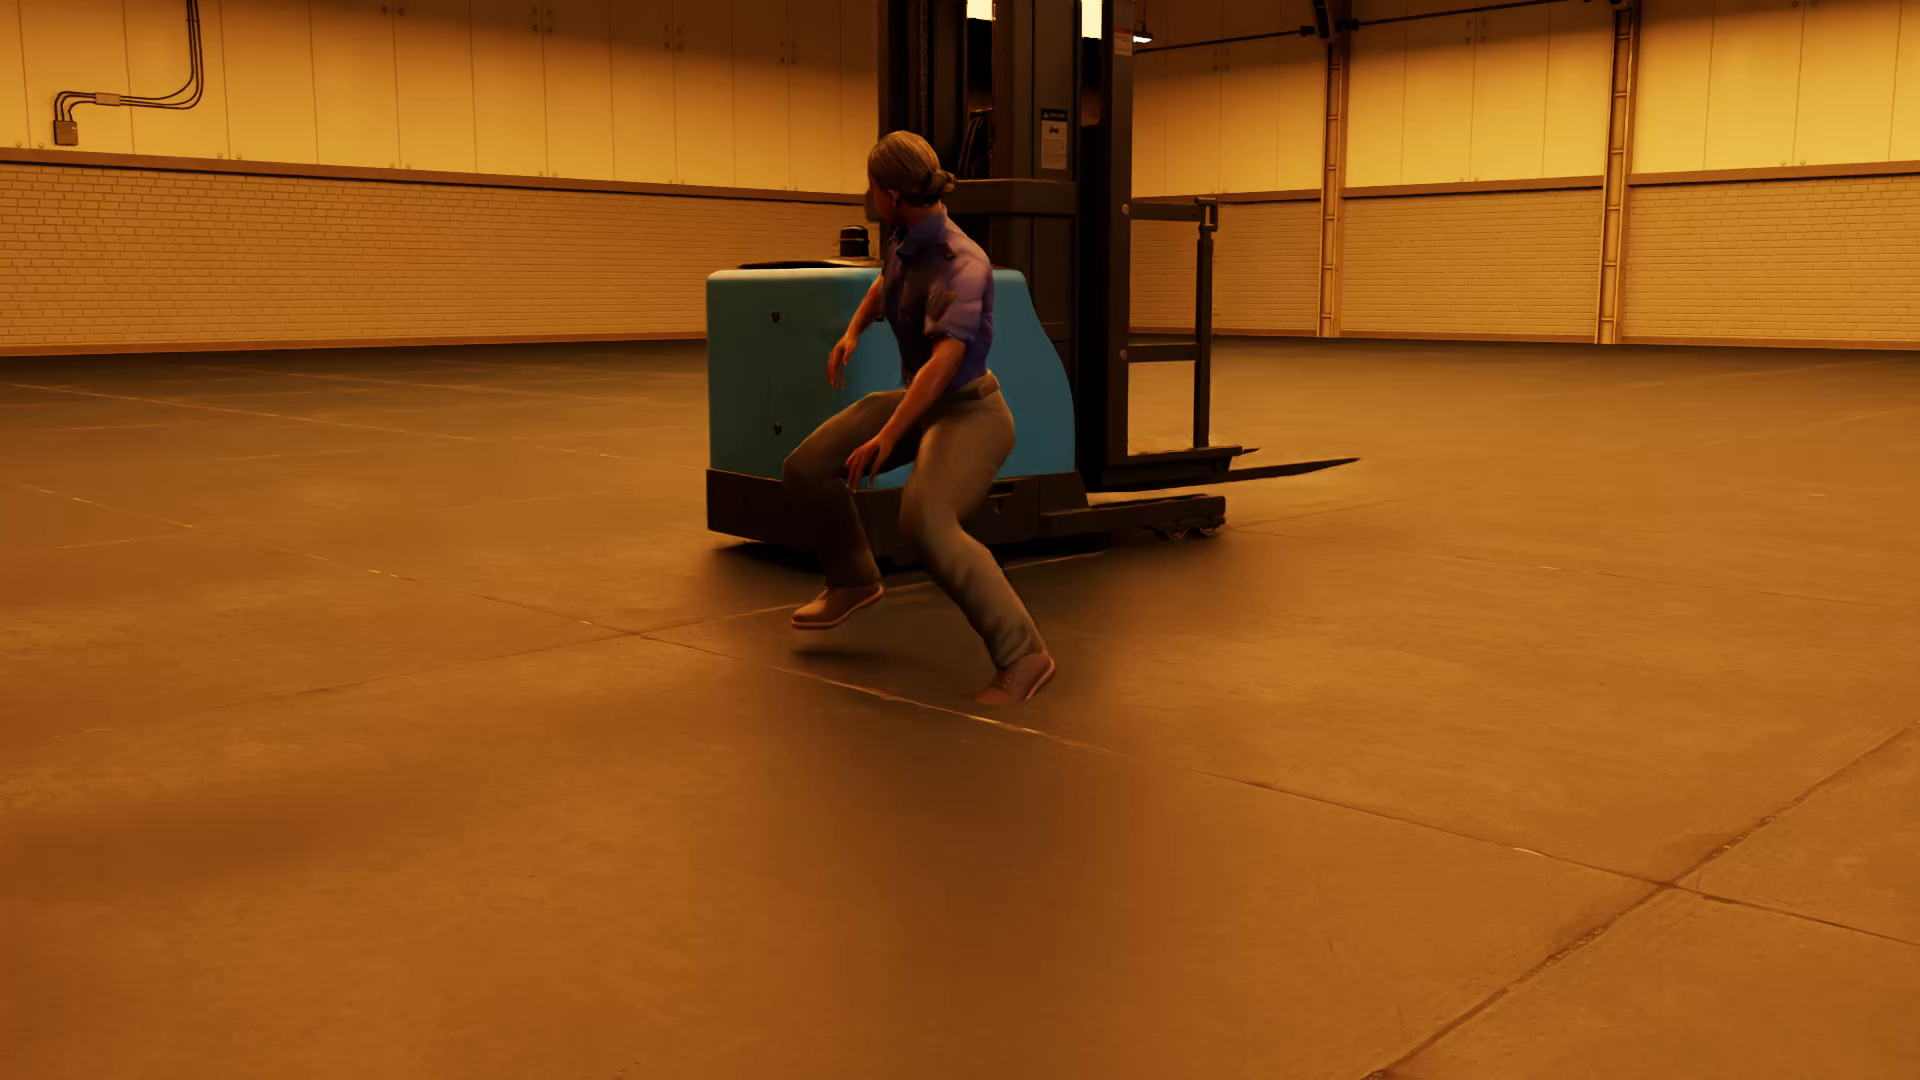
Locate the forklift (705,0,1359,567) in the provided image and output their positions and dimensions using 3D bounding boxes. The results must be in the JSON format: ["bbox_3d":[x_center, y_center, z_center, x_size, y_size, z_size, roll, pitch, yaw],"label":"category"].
[{"bbox_3d":[0.473,-1.507,6.881,3.031,2.935,1.130,-7,11,-38],"label":"forklift"}]

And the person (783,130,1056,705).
[{"bbox_3d":[-0.136,-0.312,4.290,0.718,1.445,0.855,-6,10,-34],"label":"person"}]
